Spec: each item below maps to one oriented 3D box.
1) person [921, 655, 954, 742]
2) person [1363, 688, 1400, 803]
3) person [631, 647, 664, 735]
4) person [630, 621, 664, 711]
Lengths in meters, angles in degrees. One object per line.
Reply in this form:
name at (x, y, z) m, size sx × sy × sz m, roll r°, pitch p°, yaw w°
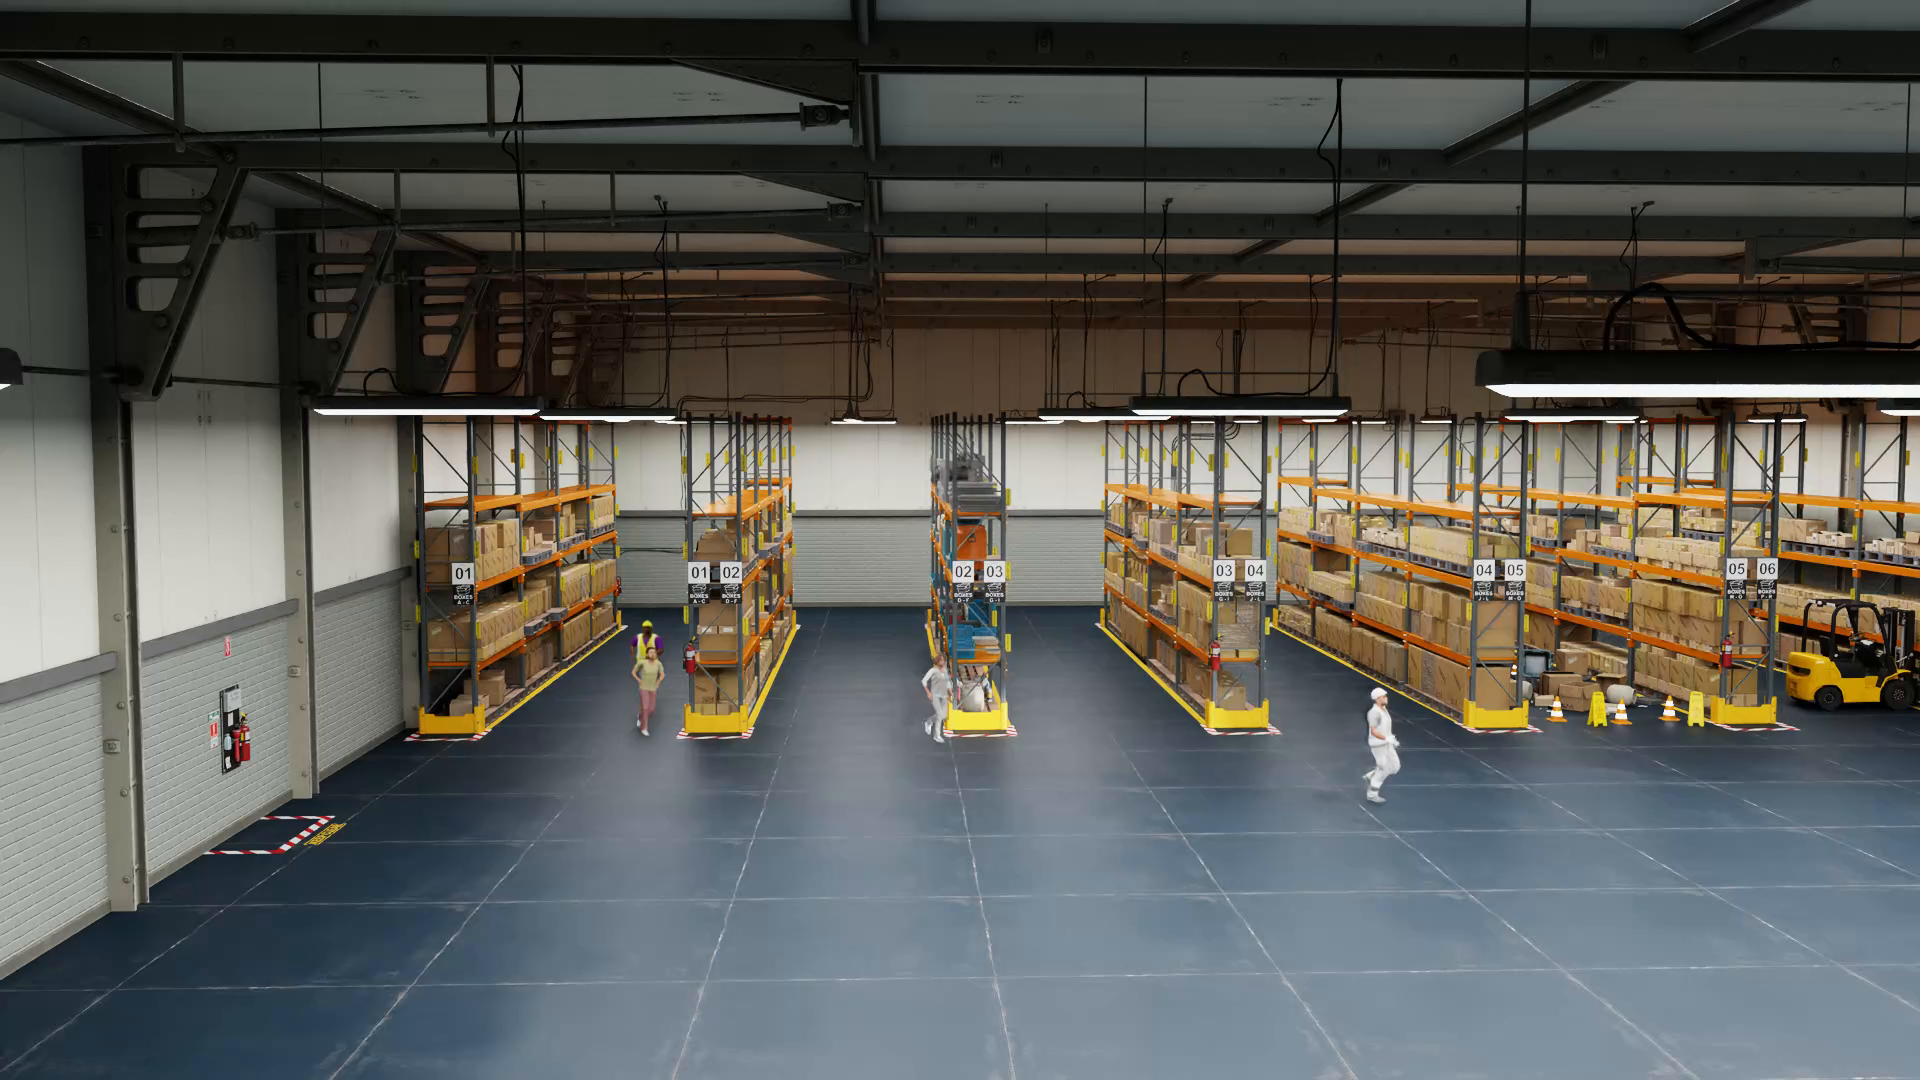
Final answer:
person at (-0.403, 2.897, 30.446) m, size 0.594 × 1.551 × 0.577 m, roll -3°, pitch 5°, yaw -38°
person at (6.442, 3.126, 25.378) m, size 0.590 × 1.745 × 0.660 m, roll 2°, pitch 4°, yaw 29°
person at (-5.849, 2.810, 31.200) m, size 0.616 × 1.628 × 0.674 m, roll -2°, pitch 4°, yaw -24°
person at (-6.349, 2.546, 33.739) m, size 0.675 × 1.826 × 0.764 m, roll -1°, pitch 4°, yaw -9°
